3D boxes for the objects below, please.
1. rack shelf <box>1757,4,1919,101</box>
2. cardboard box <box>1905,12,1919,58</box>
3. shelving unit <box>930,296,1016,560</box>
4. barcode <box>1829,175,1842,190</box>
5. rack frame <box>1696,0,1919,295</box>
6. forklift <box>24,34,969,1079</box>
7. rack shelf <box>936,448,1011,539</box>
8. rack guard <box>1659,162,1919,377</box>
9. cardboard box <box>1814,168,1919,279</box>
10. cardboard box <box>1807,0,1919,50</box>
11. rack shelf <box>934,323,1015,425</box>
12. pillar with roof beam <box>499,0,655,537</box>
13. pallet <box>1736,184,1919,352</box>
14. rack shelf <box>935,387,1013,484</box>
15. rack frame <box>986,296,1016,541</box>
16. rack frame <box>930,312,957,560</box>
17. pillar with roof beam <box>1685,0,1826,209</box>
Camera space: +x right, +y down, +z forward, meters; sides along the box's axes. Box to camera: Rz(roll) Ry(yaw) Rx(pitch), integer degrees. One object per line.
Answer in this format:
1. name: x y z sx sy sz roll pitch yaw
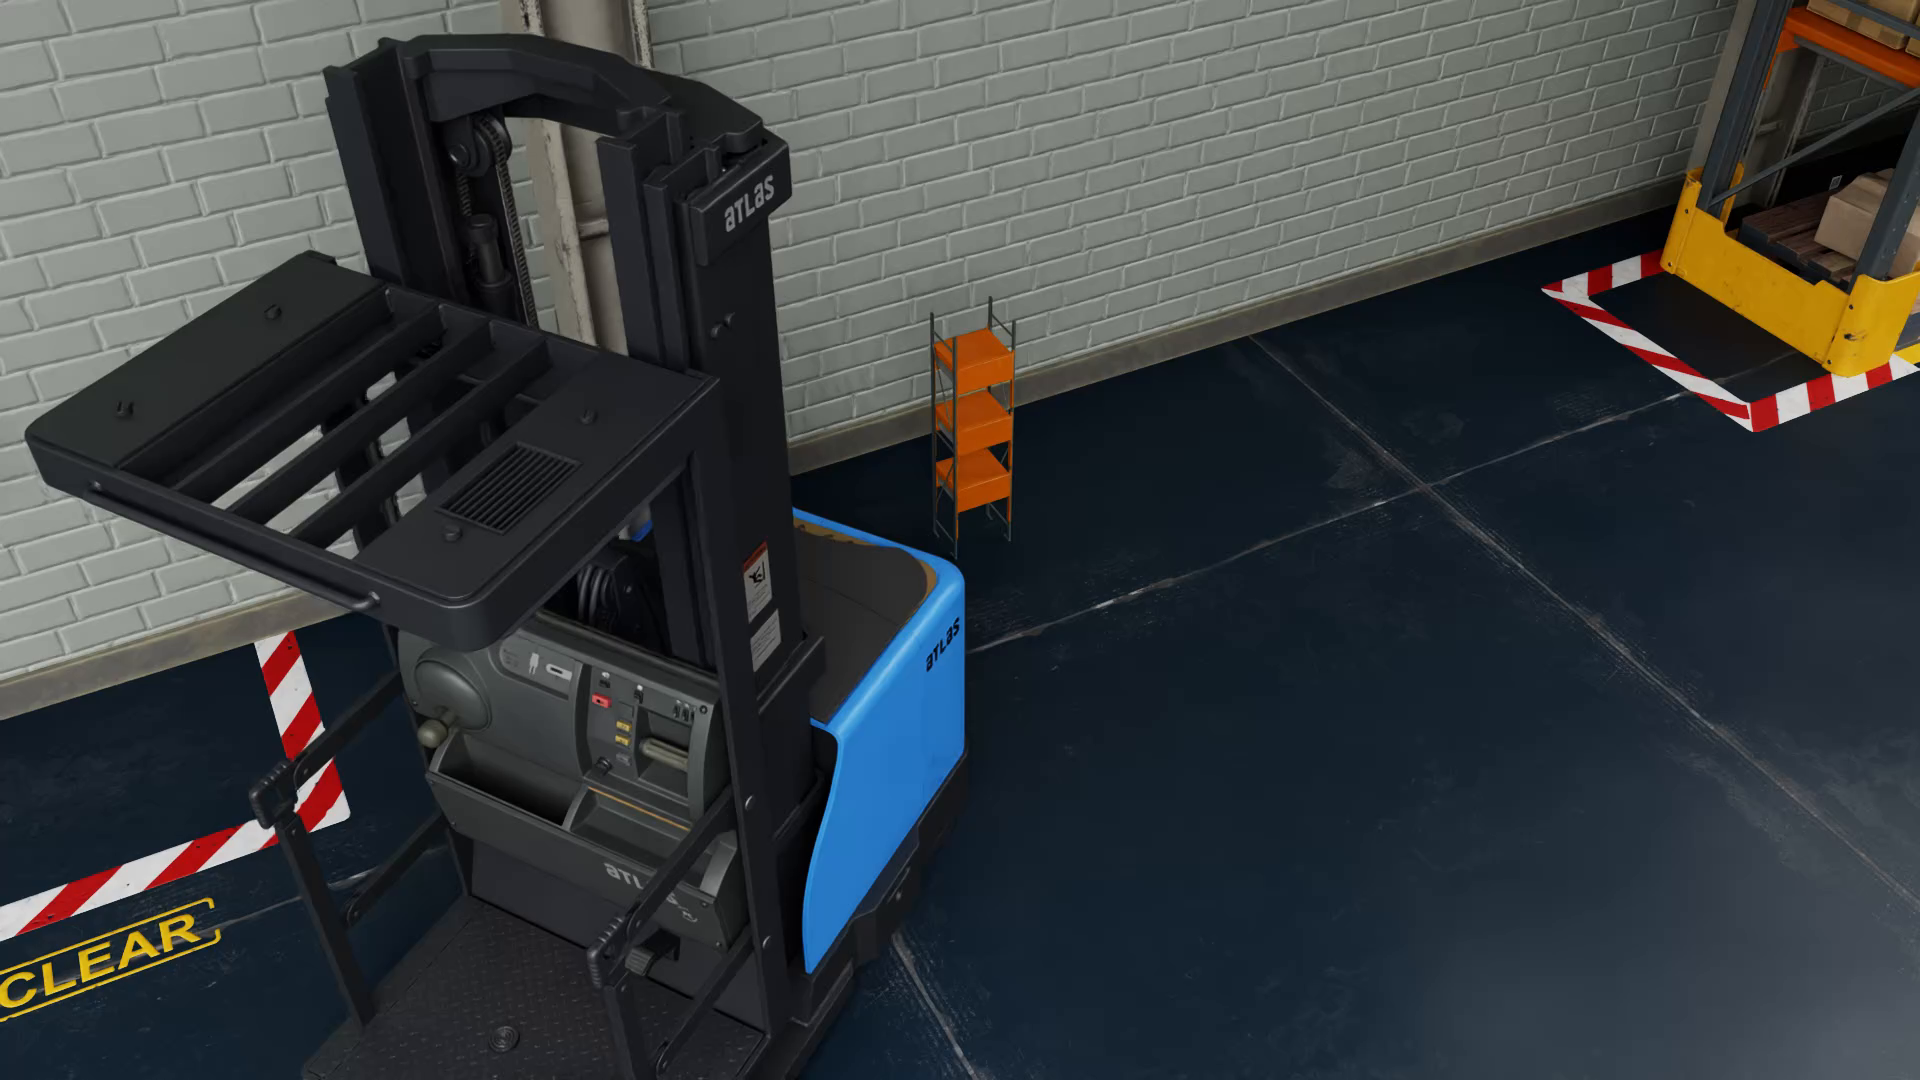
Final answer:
1. rack shelf: 5.636 -2.563 8.013 4.000 0.370 1.077 -19 44 -21
2. cardboard box: 4.441 -2.155 7.075 0.500 0.250 0.500 -20 44 -22
3. shelving unit: 0.047 -0.417 6.430 0.252 1.050 0.215 -19 44 -21
4. barcode: 4.348 -1.775 8.259 0.075 0.075 0.001 -19 44 -21
5. rack frame: 3.862 -2.241 7.076 0.127 3.000 1.000 -19 44 -21
6. forklift: -1.092 0.480 3.915 1.130 2.935 3.031 18 44 20
7. rack shelf: 0.047 -0.196 6.616 0.240 0.259 0.215 -19 44 -21
8. rack guard: 3.929 -1.309 7.910 0.348 0.500 1.175 -19 44 -21
9. cardboard box: 4.517 -1.537 7.985 0.500 0.311 0.500 -24 46 -25
10. cardboard box: 4.187 -2.442 7.414 0.500 0.250 0.500 -18 43 -20
11. rack shelf: 0.047 -0.625 6.253 0.240 0.259 0.215 -19 44 -21
12. pillar with roof beam: 0.750 -0.978 0.940 0.400 9.000 9.100 -19 44 -21
13. pallet: 4.666 -1.421 8.266 1.213 0.211 1.003 -19 44 -21
14. rack shelf: 0.047 -0.409 6.437 0.240 0.259 0.215 -19 44 -21
15. rack frame: 0.156 -0.453 6.473 0.008 1.050 0.200 -19 44 -21
16. rack frame: -0.061 -0.380 6.387 0.008 1.050 0.200 -19 44 -21
17. pillar with roof beam: 6.072 -2.768 3.055 0.400 9.000 9.100 -19 44 -21
